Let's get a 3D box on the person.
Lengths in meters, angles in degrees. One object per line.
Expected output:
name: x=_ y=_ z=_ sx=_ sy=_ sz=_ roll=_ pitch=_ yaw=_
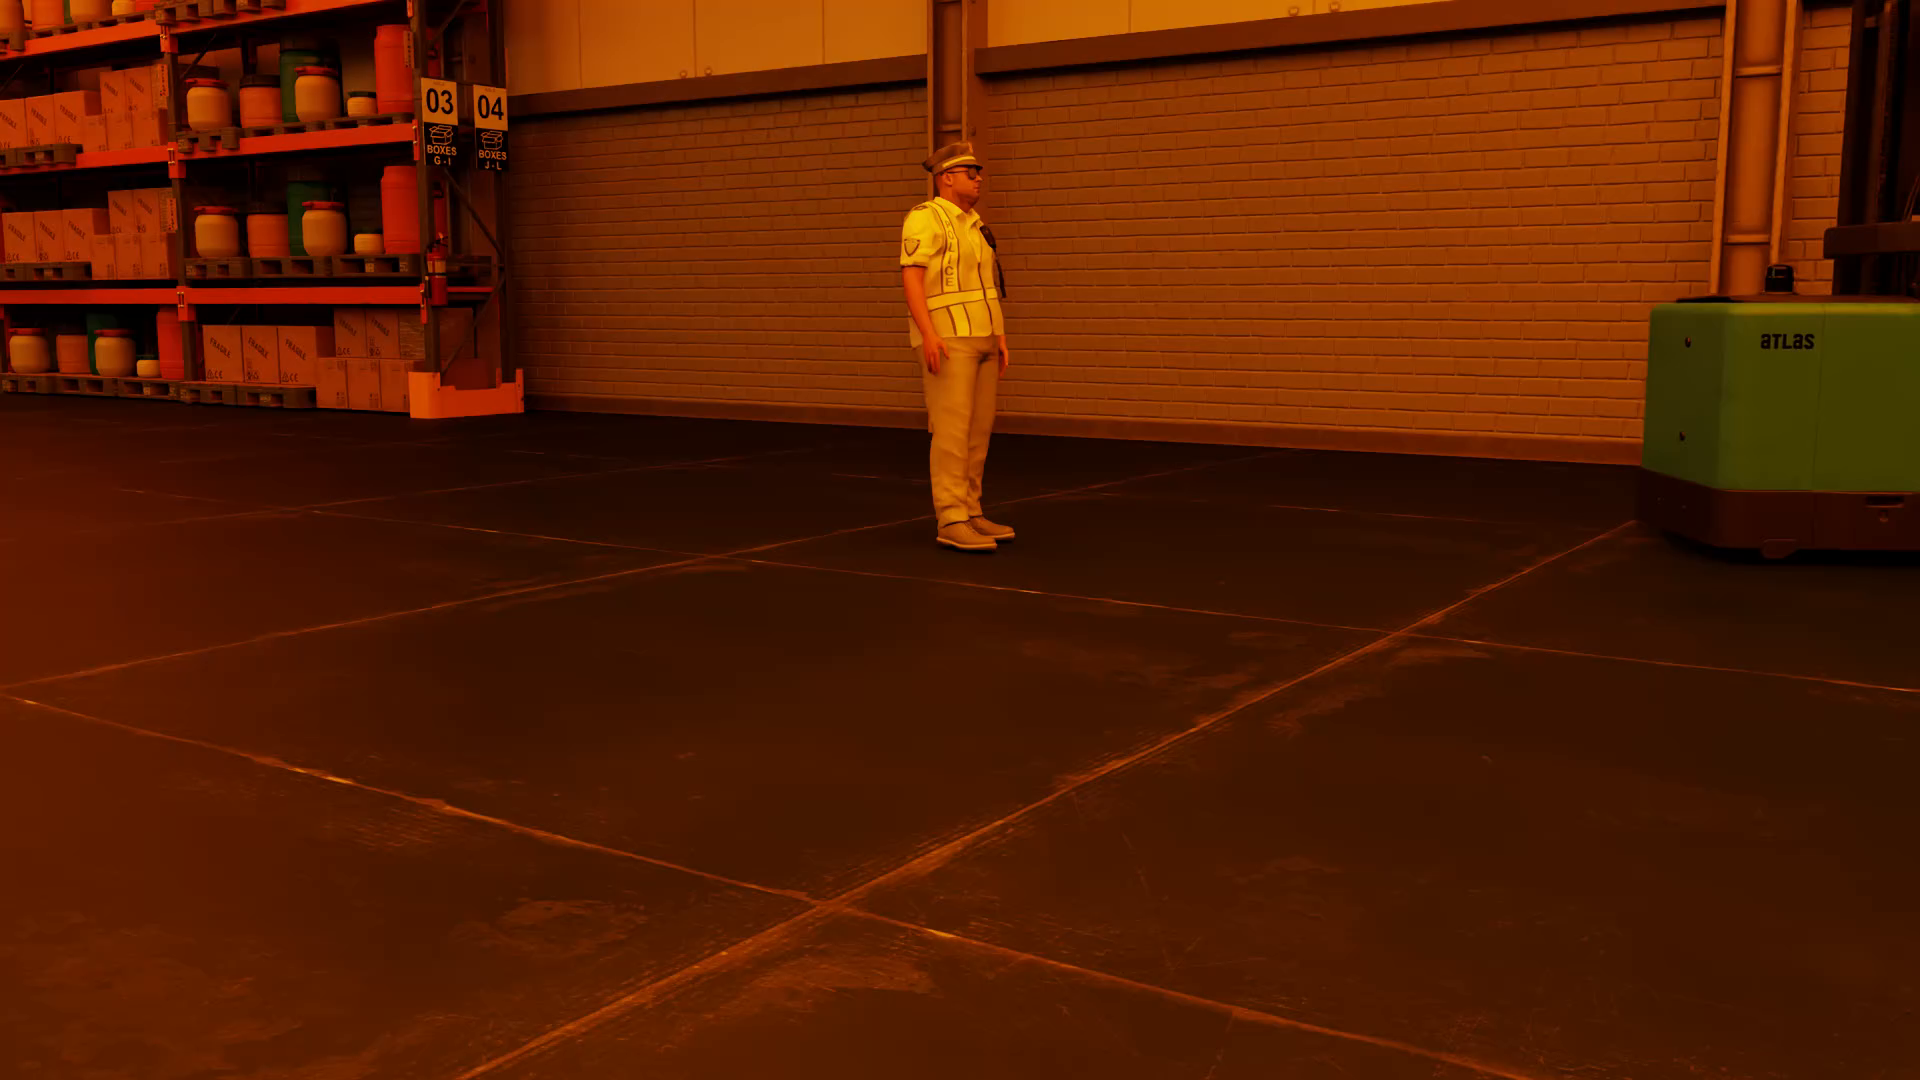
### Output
person: x=0.058 y=-0.883 z=7.424 sx=0.574 sy=1.780 sz=0.641 roll=5 pitch=10 yaw=34

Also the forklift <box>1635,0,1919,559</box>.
forklift: x=4.654 y=-1.407 z=7.088 sx=3.031 sy=2.935 sz=1.130 roll=0 pitch=8 yaw=3
